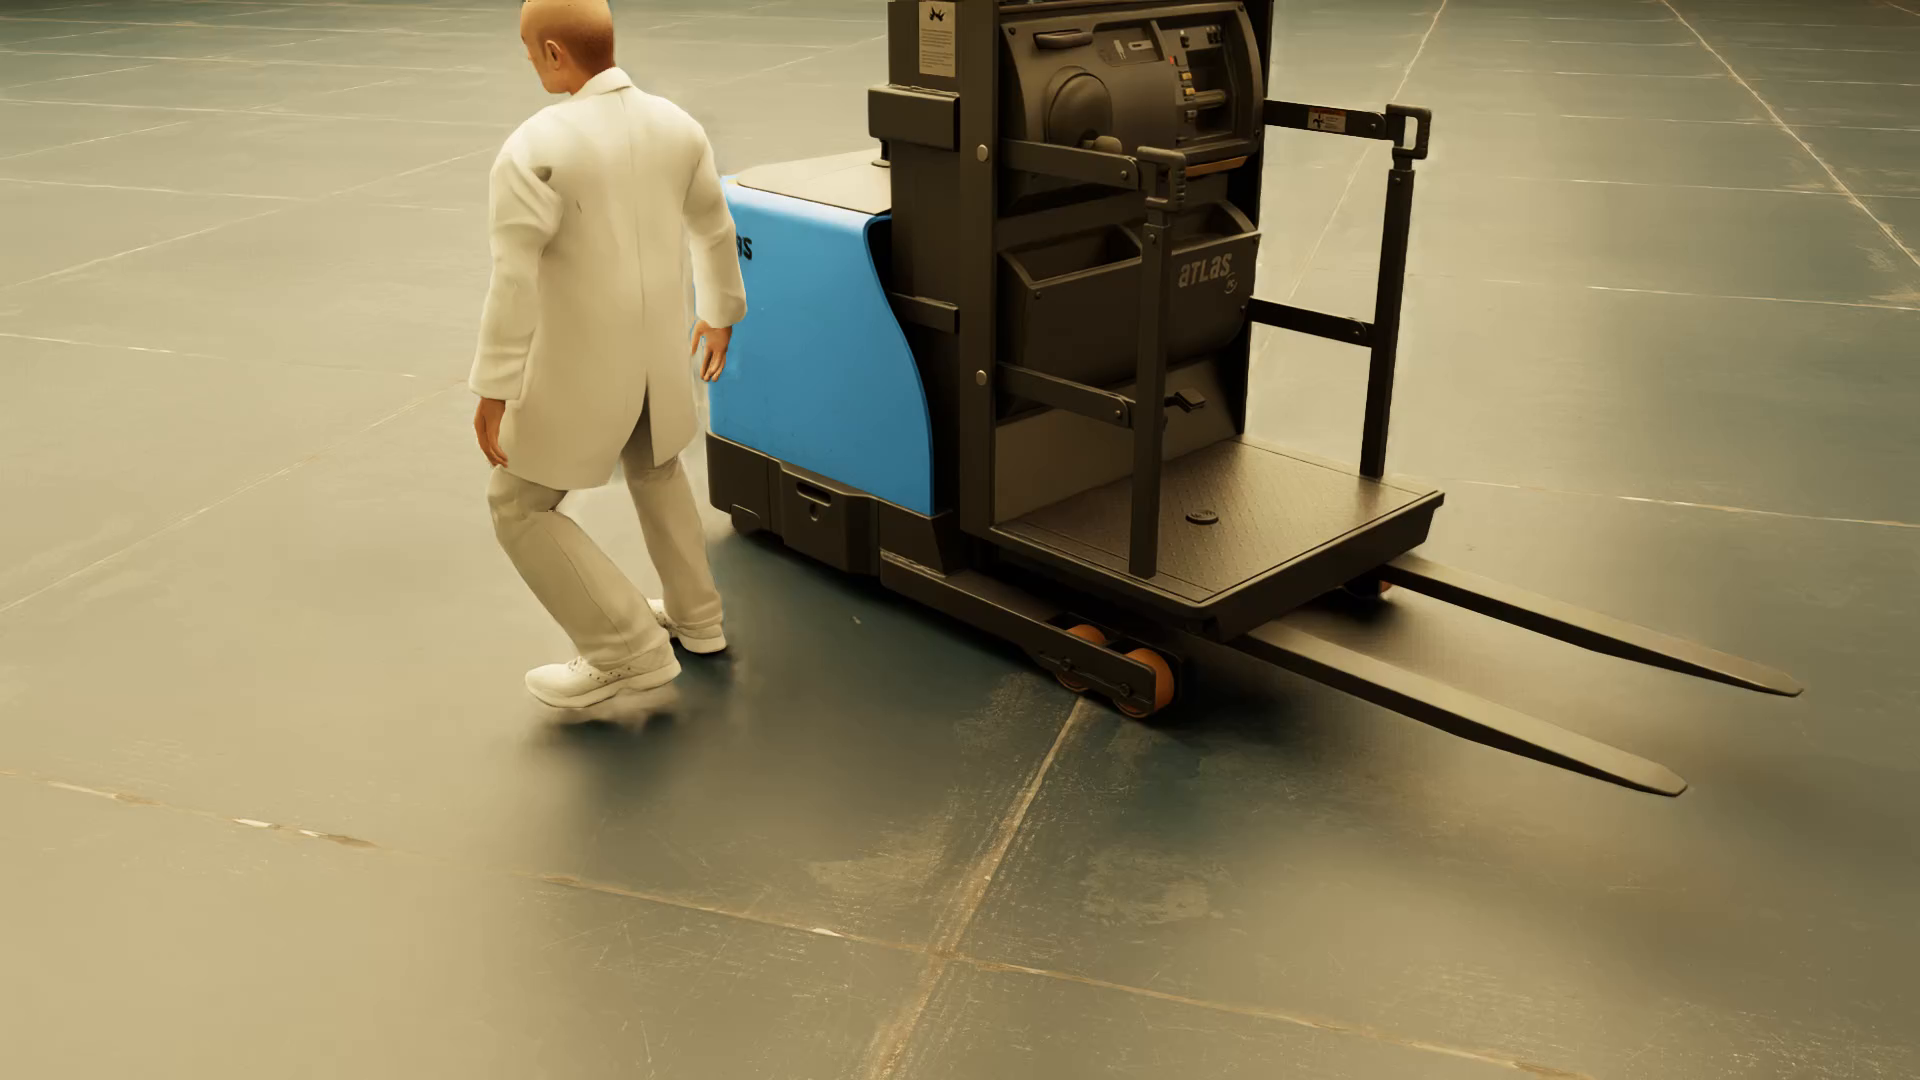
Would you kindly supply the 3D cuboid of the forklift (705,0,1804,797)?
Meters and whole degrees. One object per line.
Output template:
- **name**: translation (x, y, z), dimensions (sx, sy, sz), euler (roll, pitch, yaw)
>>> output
- **forklift**: translation (0.602, -1.142, 4.047), dimensions (1.130, 2.935, 3.031), euler (-20, 30, -40)

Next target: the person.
- **person**: translation (-0.855, -0.457, 3.996), dimensions (0.504, 1.719, 0.841), euler (19, 29, 39)
